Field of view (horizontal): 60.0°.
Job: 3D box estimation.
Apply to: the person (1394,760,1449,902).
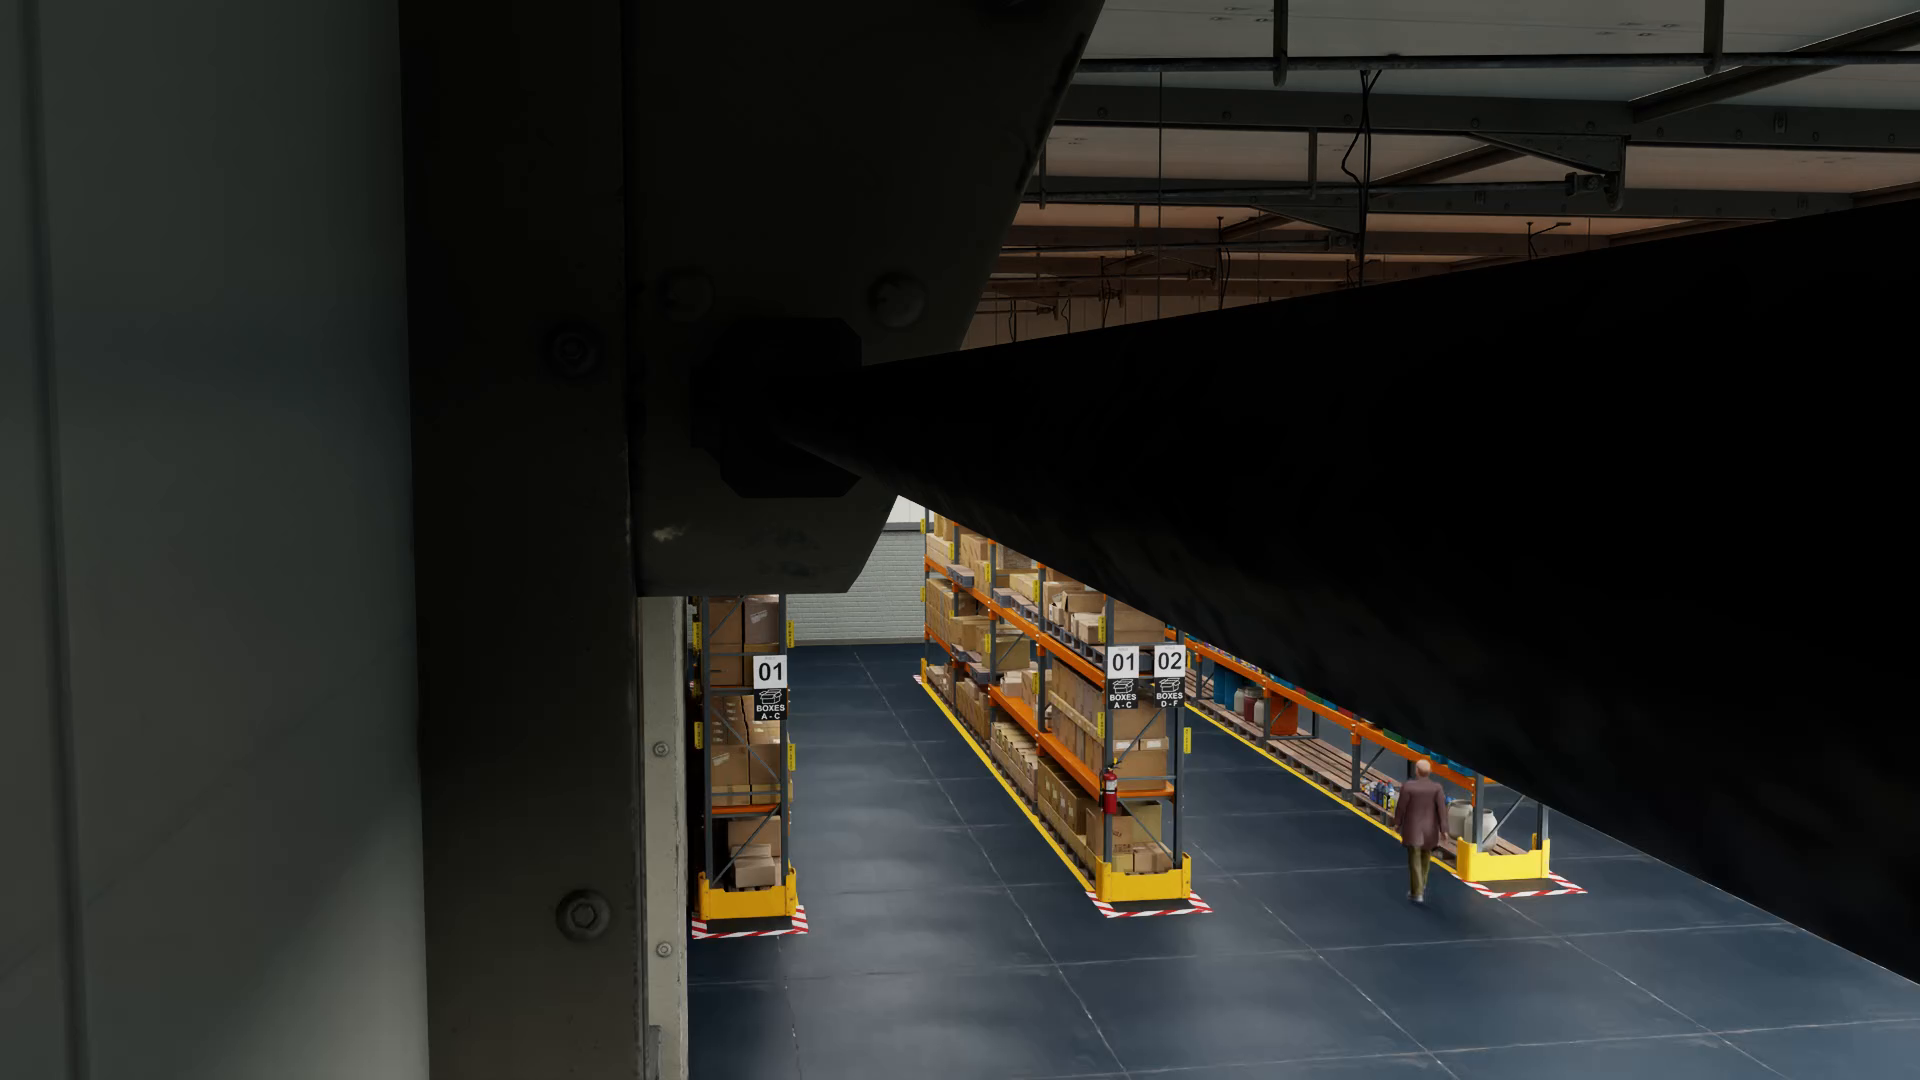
[{"bbox_3d":[5.796,3.605,20.931,0.632,1.732,1.079,1,5,6],"label":"person"}]
